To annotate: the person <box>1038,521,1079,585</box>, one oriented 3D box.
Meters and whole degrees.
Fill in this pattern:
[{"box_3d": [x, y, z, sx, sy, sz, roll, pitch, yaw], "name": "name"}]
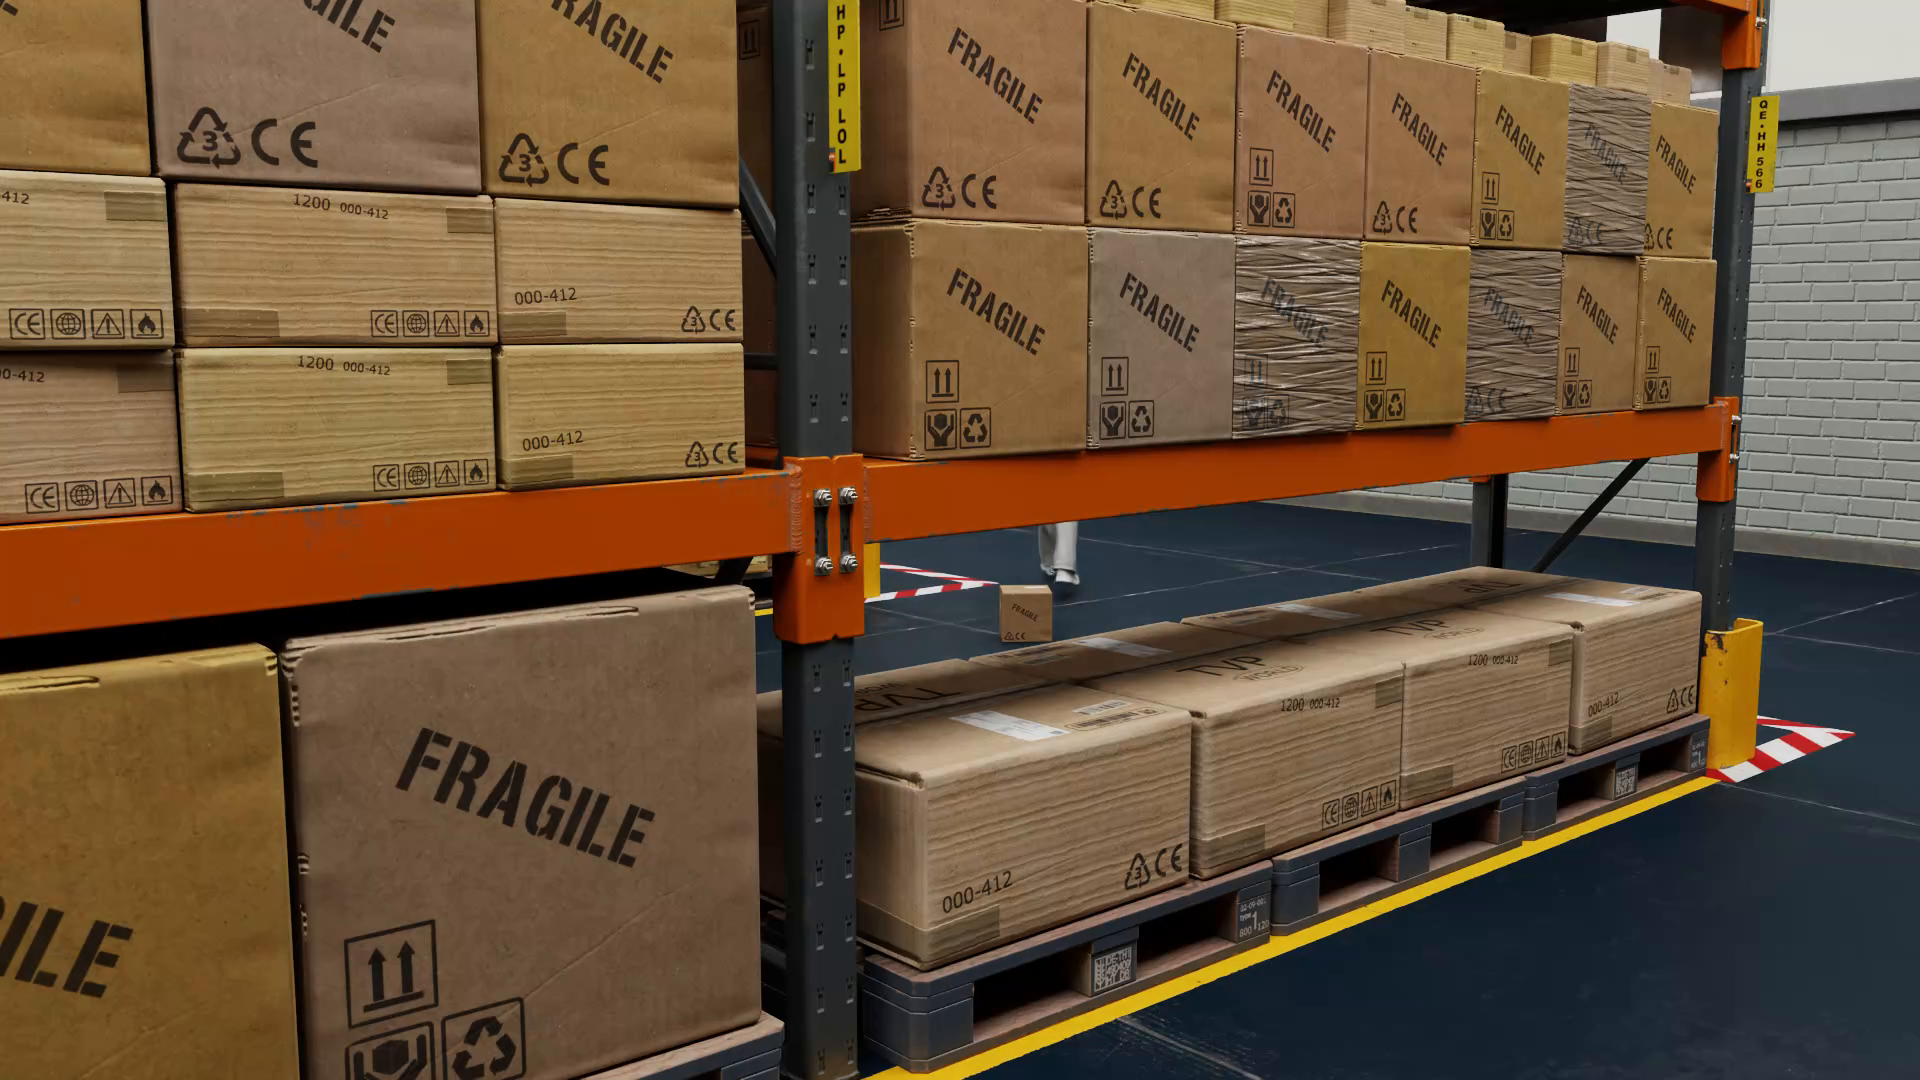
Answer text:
[{"box_3d": [0.573, -0.549, 9.994, 0.481, 1.620, 1.035, 1, 8, 7], "name": "person"}]
